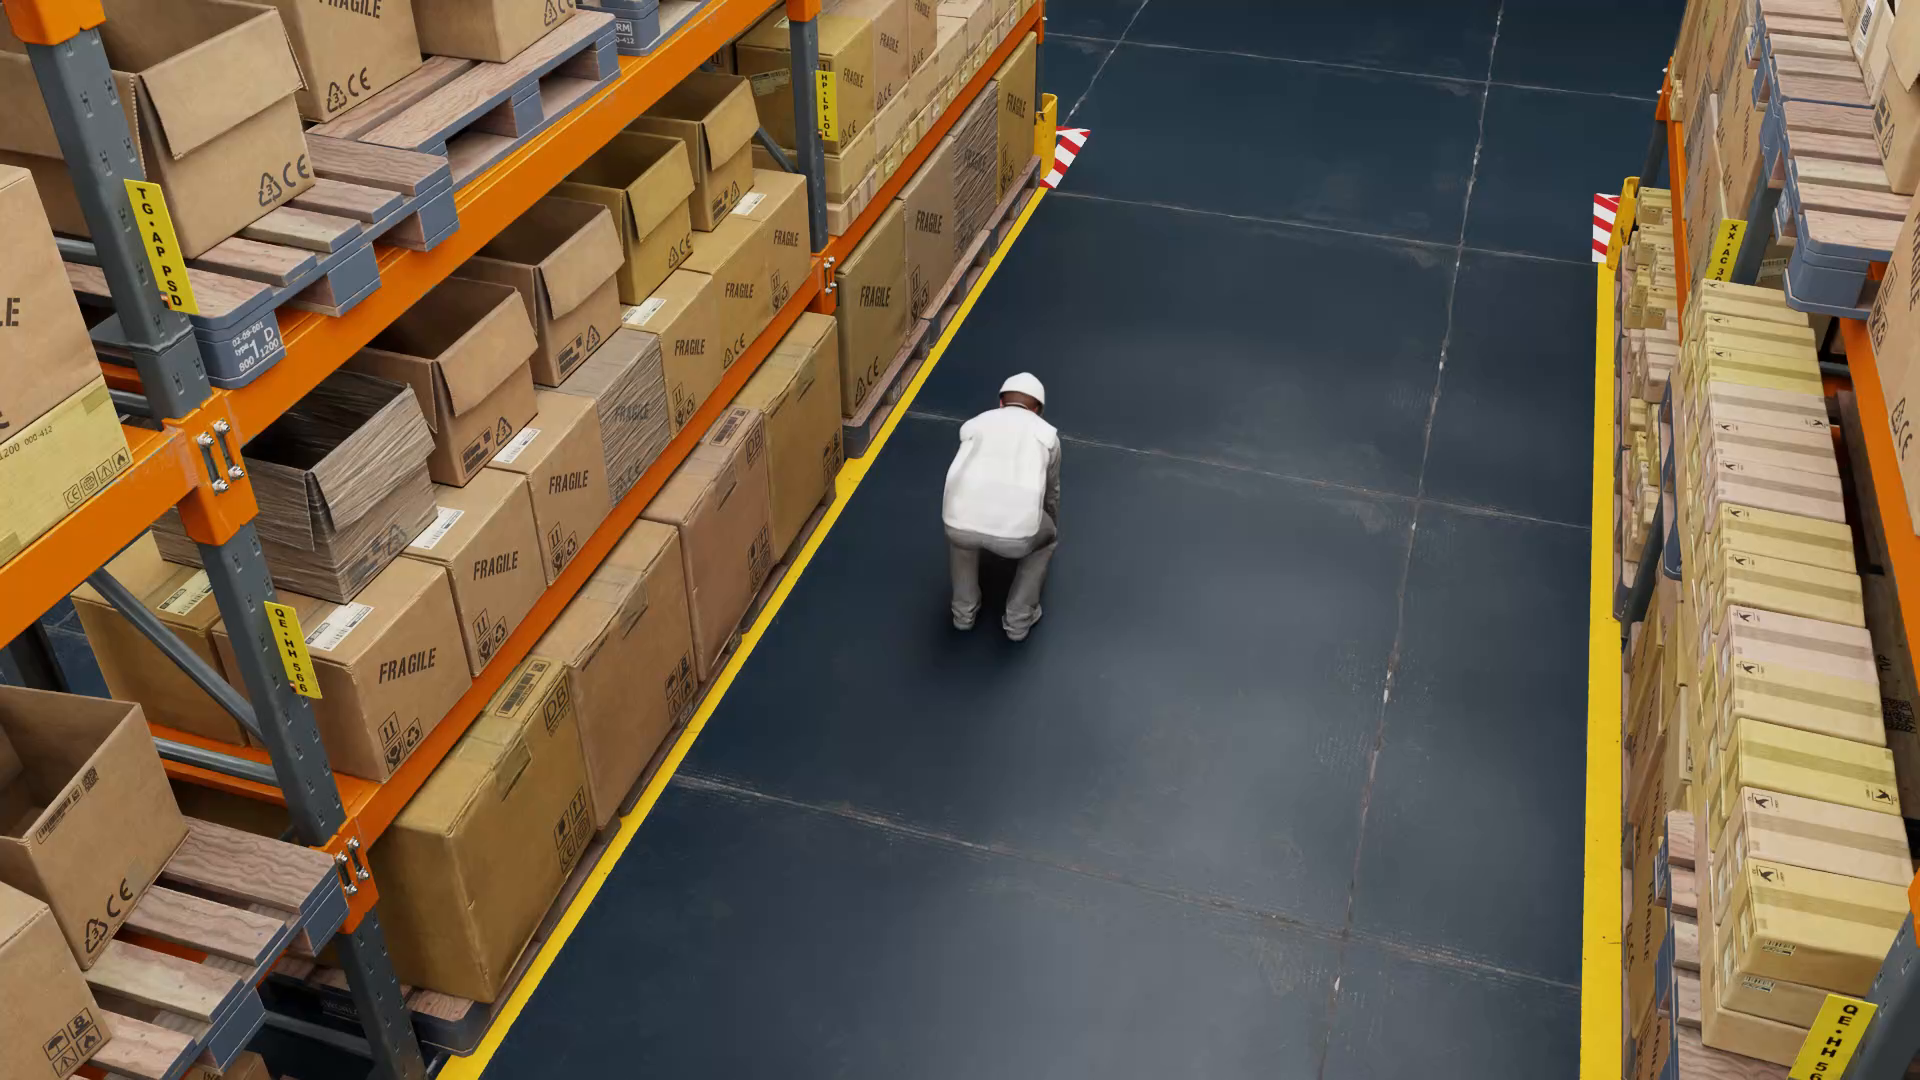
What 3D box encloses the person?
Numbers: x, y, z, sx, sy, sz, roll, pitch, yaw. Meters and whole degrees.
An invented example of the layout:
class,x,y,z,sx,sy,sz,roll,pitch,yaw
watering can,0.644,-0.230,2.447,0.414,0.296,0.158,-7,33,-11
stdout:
class,x,y,z,sx,sy,sz,roll,pitch,yaw
person,0.211,-0.137,7.704,0.519,0.994,0.993,9,38,12
